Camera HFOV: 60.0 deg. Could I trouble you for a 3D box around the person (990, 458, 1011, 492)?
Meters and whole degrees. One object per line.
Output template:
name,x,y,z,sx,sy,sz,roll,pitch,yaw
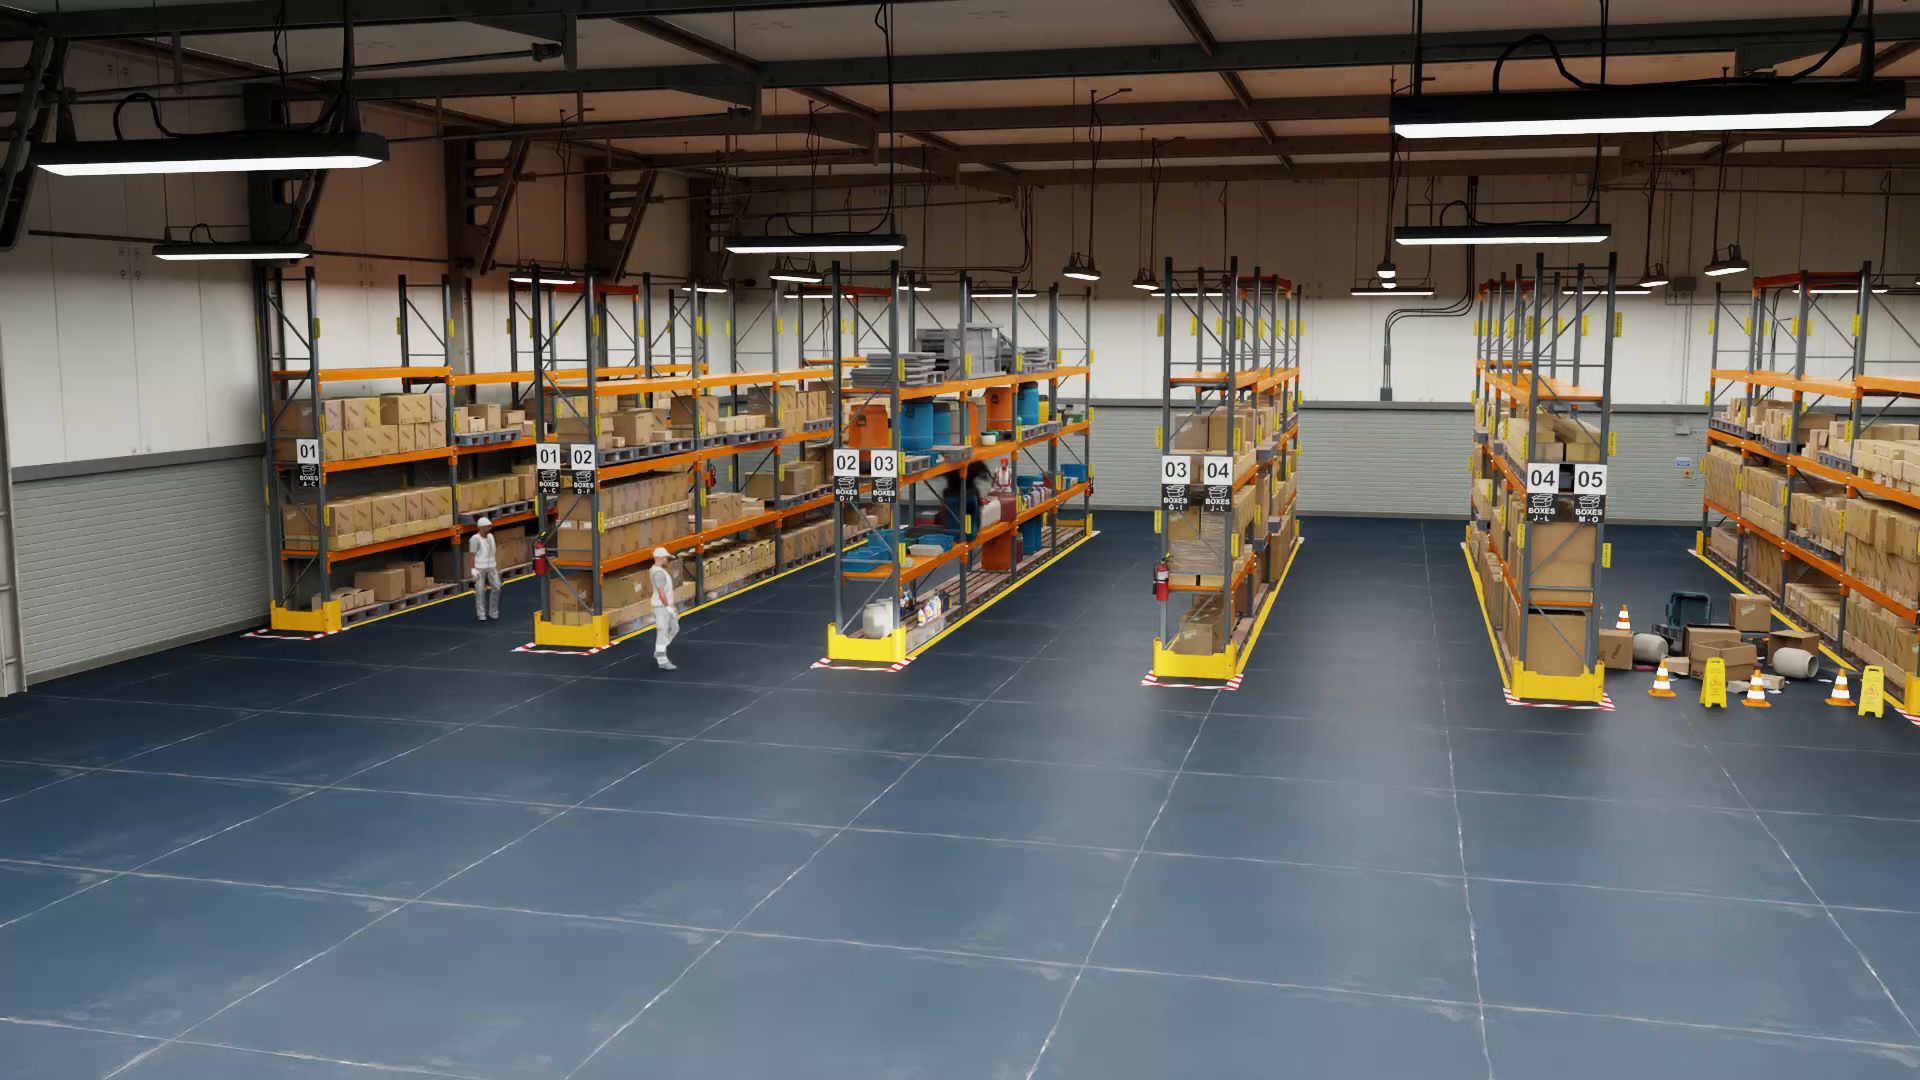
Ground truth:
person,1.076,-1.187,42.376,0.656,1.845,0.736,1,7,8

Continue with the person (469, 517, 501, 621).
person,-8.206,0.536,28.689,0.585,1.867,0.451,-6,10,-40

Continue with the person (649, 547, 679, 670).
person,-4.365,0.997,24.594,0.492,1.791,0.643,1,7,6
